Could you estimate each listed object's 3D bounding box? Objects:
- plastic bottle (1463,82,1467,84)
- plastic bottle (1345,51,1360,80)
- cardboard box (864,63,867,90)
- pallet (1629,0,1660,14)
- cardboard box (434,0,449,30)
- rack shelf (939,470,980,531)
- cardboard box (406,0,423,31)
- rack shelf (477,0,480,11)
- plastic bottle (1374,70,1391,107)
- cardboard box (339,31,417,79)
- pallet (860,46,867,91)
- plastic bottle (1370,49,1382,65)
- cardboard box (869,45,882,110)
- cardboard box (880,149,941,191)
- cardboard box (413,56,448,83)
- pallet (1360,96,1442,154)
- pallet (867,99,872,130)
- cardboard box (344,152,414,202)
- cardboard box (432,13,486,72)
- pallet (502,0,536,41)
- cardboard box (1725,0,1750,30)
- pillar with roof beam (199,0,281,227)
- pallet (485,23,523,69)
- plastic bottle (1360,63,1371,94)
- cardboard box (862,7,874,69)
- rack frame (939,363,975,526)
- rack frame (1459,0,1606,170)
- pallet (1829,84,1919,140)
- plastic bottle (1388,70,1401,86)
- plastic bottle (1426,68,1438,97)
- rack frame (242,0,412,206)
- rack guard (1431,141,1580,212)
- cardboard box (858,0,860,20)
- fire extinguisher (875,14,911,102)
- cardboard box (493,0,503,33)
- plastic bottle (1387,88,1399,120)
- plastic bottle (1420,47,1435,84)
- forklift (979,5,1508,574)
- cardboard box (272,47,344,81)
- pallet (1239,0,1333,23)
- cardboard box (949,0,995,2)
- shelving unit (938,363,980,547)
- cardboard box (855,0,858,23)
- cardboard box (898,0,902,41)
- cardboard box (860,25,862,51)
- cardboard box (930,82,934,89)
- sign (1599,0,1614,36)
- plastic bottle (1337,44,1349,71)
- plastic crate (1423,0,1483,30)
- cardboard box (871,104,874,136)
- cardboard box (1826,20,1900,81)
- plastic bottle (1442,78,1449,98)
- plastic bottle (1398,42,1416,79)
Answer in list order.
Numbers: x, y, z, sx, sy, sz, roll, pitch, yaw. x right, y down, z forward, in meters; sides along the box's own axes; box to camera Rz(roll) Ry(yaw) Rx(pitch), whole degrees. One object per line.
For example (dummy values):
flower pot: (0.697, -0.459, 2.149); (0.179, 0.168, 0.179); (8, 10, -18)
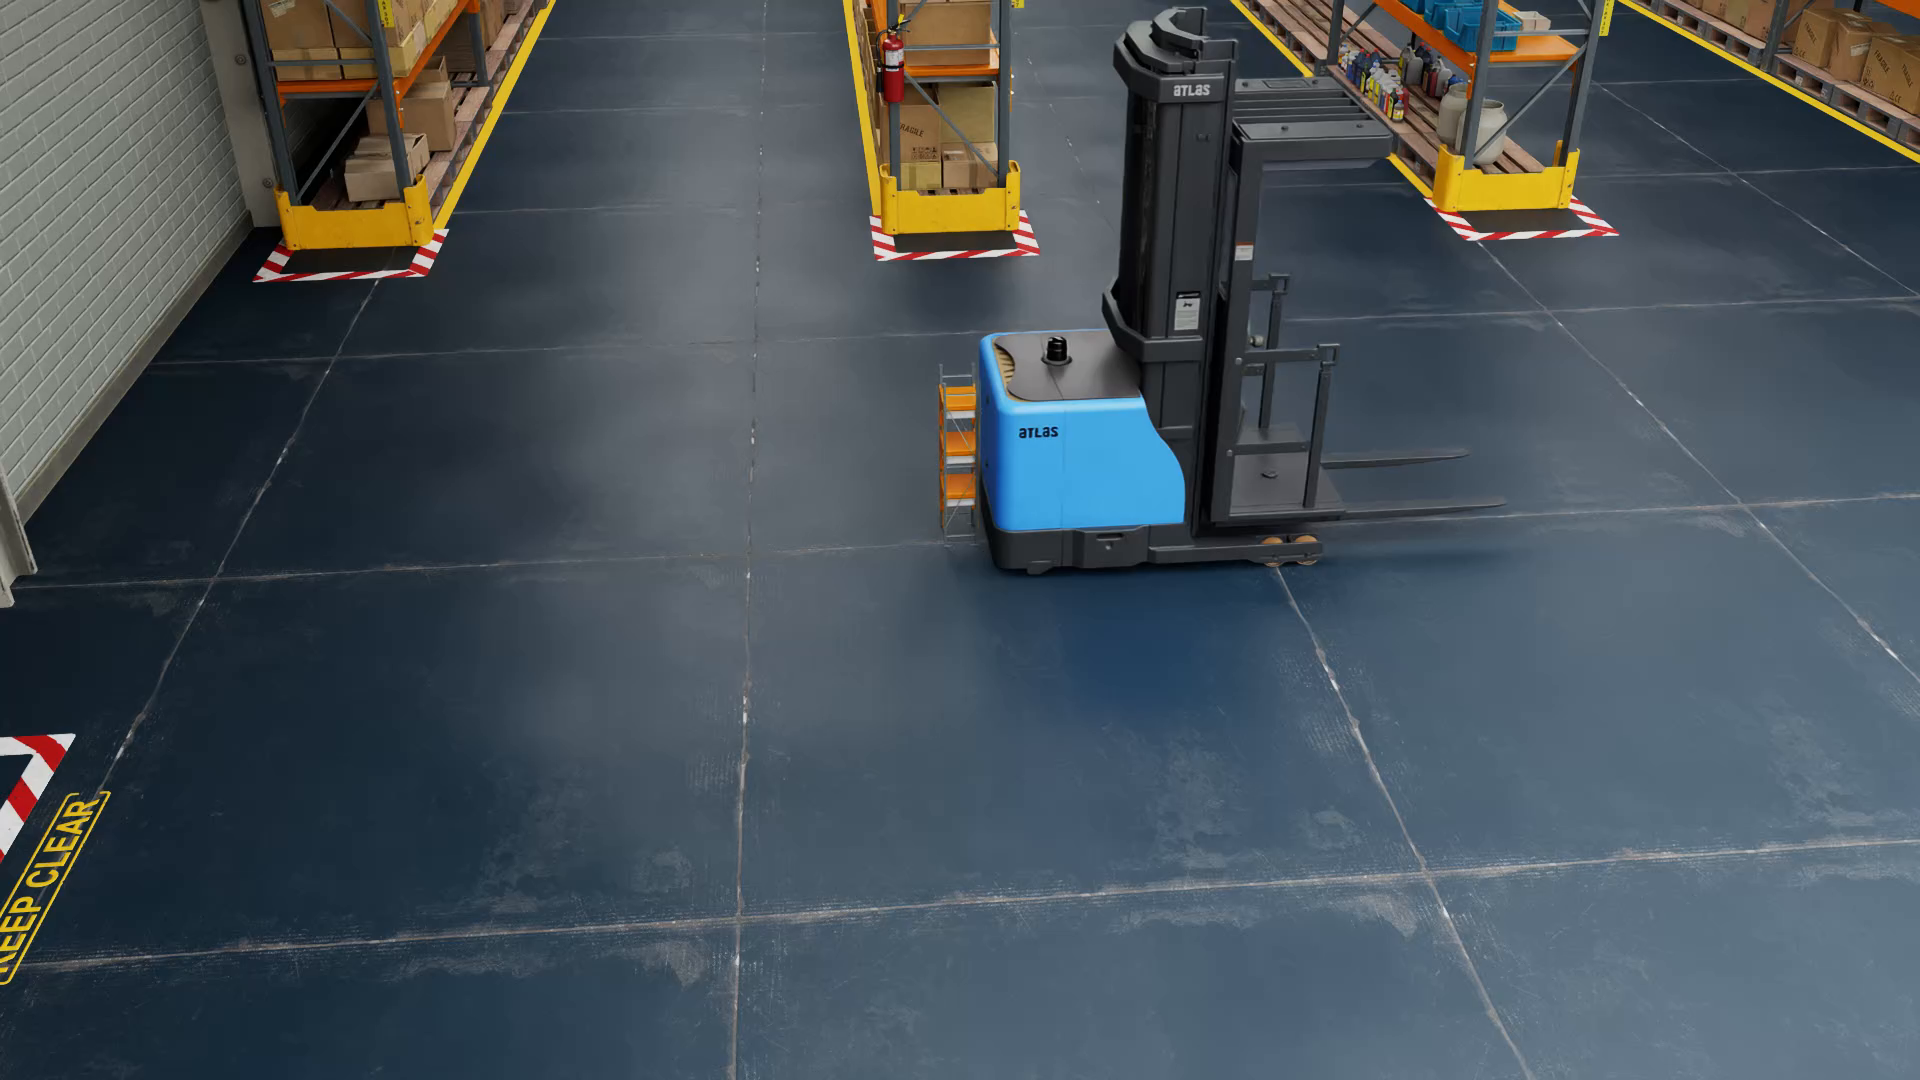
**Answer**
plastic bottle: (4.952, -4.369, 16.372); (0.097, 0.271, 0.097); (0, 31, 0)
plastic bottle: (4.120, -4.950, 17.340); (0.152, 0.276, 0.135); (-2, 31, -3)
cardboard box: (-0.721, -4.791, 17.119); (0.500, 0.250, 0.500); (-3, 31, -5)
pallet: (9.099, -6.961, 21.199); (1.003, 0.211, 1.213); (-3, 31, -5)
cardboard box: (-4.899, -4.753, 14.909); (0.500, 0.250, 0.500); (-2, 31, -4)
rack shelf: (-0.005, -0.230, 9.675); (0.215, 0.259, 0.240); (-3, 31, -5)
cardboard box: (-4.802, -4.538, 13.819); (0.500, 0.500, 0.500); (-3, 31, -4)
rack shelf: (-5.581, -6.516, 18.435); (1.077, 0.370, 4.000); (-3, 31, -5)
plastic bottle: (4.206, -4.489, 16.496); (0.144, 0.351, 0.185); (-2, 31, -3)
cardboard box: (-4.750, -3.970, 13.598); (0.500, 0.250, 0.500); (-4, 31, -6)
pallet: (-0.570, -5.220, 18.284); (1.003, 0.211, 1.213); (-3, 31, -5)
plastic bottle: (4.275, -4.905, 17.191); (0.144, 0.351, 0.185); (-3, 31, -5)
cardboard box: (-0.589, -4.347, 15.644); (0.500, 0.500, 0.500); (-3, 31, -5)
cardboard box: (-0.433, -3.260, 14.555); (0.500, 0.250, 0.500); (-3, 31, -5)
cardboard box: (-5.257, -4.391, 16.186); (0.500, 0.500, 0.500); (-5, 31, -8)
pallet: (4.608, -4.112, 16.429); (1.003, 0.211, 1.213); (-3, 31, -5)
pallet: (-0.430, -4.438, 16.974); (1.003, 0.211, 1.213); (-3, 31, -5)
cardboard box: (-4.996, -3.153, 14.298); (0.500, 0.311, 0.500); (-6, 31, -10)
cardboard box: (-5.480, -5.294, 17.697); (0.700, 0.500, 0.500); (-2, 31, -3)
pallet: (-5.696, -6.250, 20.007); (1.003, 0.211, 1.213); (-3, 31, -5)
cardboard box: (9.339, -6.190, 19.197); (0.700, 0.500, 0.500); (-3, 31, -5)
pillar with roof beam: (-1.661, -6.859, 12.458); (9.100, 9.000, 0.400); (-3, 31, -5)
pallet: (-5.586, -5.628, 18.967); (1.003, 0.211, 1.213); (-3, 31, -5)
plastic bottle: (4.123, -4.686, 16.891); (0.061, 0.283, 0.133); (-1, 31, -2)
cardboard box: (-0.731, -5.113, 16.926); (0.500, 0.500, 0.500); (-3, 31, -5)
rack frame: (-0.016, -0.540, 9.631); (0.200, 1.050, 0.008); (-3, 31, -5)
rack frame: (4.843, -4.236, 13.917); (1.000, 3.000, 0.127); (-3, 31, -5)
pallet: (9.616, -4.353, 16.832); (1.003, 0.211, 1.213); (-3, 31, -5)
plastic bottle: (4.334, -4.572, 16.707); (0.152, 0.276, 0.135); (-3, 31, -5)
plastic bottle: (4.770, -4.634, 16.804); (0.061, 0.283, 0.133); (-3, 31, -5)
rack frame: (-5.021, -3.761, 13.122); (1.000, 3.000, 0.127); (-3, 31, -5)
rack guard: (4.789, -3.199, 14.619); (1.175, 0.500, 0.348); (-3, 31, -5)
cardboard box: (-0.885, -5.997, 18.590); (0.500, 0.311, 0.500); (-3, 31, -5)
fire extinguisher: (-0.540, -3.885, 13.405); (0.296, 0.674, 0.183); (-3, 31, -5)
cardboard box: (-5.642, -6.075, 19.005); (0.700, 0.500, 0.500); (-3, 31, -5)
plastic bottle: (4.206, -4.234, 16.134); (0.061, 0.283, 0.133); (-2, 31, -3)
plastic bottle: (4.835, -4.917, 17.211); (0.144, 0.351, 0.185); (-4, 31, -7)
forklift: (1.649, -1.373, 9.190); (3.031, 2.935, 1.130); (-3, 31, -5)
cardboard box: (-5.257, -3.935, 13.540); (0.500, 0.250, 0.500); (-2, 31, -4)
pallet: (4.129, -6.726, 20.805); (1.003, 0.211, 1.213); (-3, 31, -5)
cardboard box: (0.089, -4.533, 13.684); (0.380, 0.149, 0.250); (-3, 31, -5)
shelving unit: (-0.005, -0.478, 9.527); (0.215, 1.050, 0.252); (-3, 31, -5)
cardboard box: (-0.977, -6.282, 19.614); (0.500, 0.250, 0.500); (-4, 31, -6)
cardboard box: (-0.174, -4.550, 14.346); (0.700, 0.500, 0.500); (-2, 31, -3)
cardboard box: (-0.835, -5.499, 18.303); (0.500, 0.250, 0.500); (-3, 31, -5)
cardboard box: (-0.026, -4.117, 15.258); (0.500, 0.500, 0.500); (-3, 31, -5)
sign: (5.391, -4.379, 13.887); (0.100, 0.325, 0.005); (-3, 31, -5)
plastic bottle: (4.063, -5.112, 17.615); (0.097, 0.271, 0.097); (0, 31, 0)
plastic crate: (4.444, -4.745, 14.915); (0.499, 0.251, 0.408); (-3, 31, -5)
cardboard box: (-0.585, -4.025, 15.836); (0.500, 0.250, 0.500); (-3, 31, -5)
cardboard box: (9.459, -5.124, 17.433); (0.500, 0.500, 0.500); (7, 32, 11)
plastic bottle: (4.914, -4.546, 16.735); (0.097, 0.201, 0.097); (0, 31, 0)
plastic bottle: (4.673, -5.008, 17.364); (0.144, 0.351, 0.185); (-3, 31, -5)
